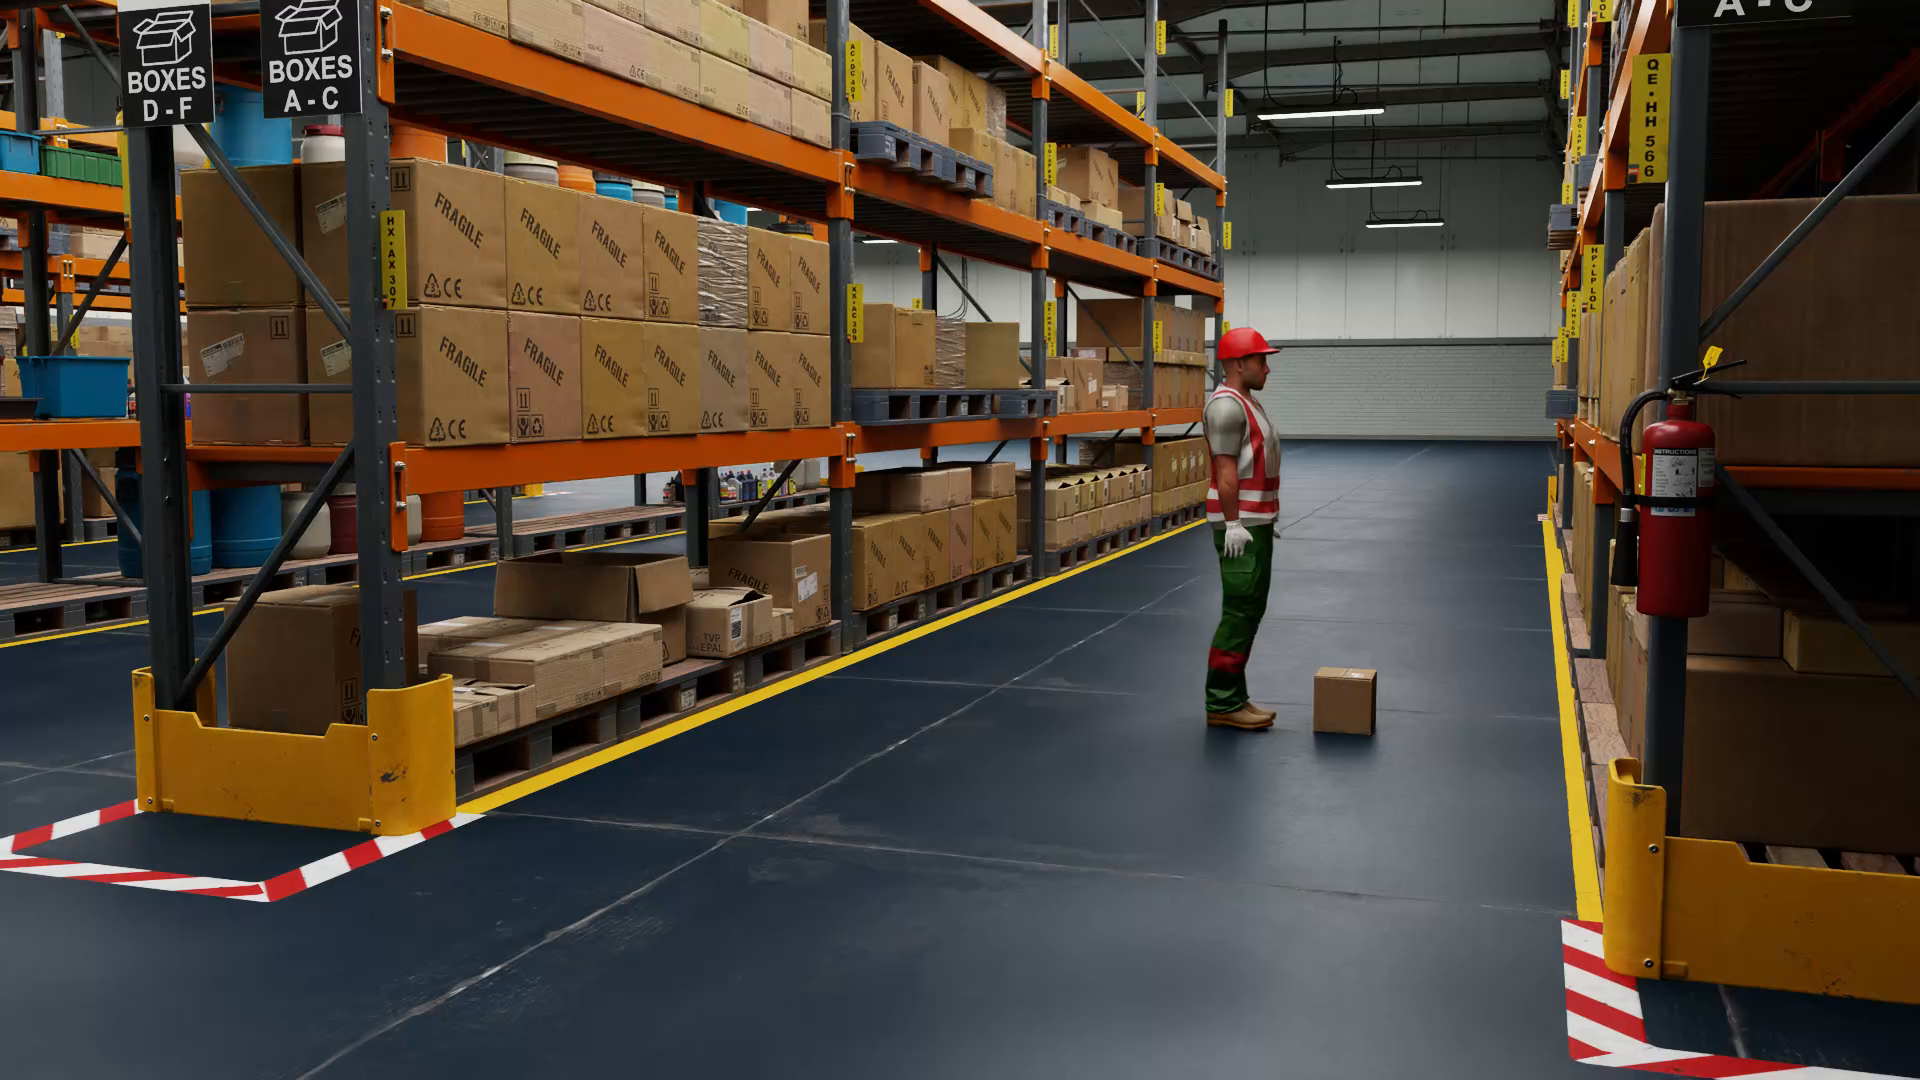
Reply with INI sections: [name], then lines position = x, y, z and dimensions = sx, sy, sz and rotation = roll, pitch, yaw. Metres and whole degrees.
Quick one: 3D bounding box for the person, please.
[person]
position = 1.279, -0.054, 7.501
dimensions = 0.346, 1.799, 0.525
rotation = 2, 5, 20
